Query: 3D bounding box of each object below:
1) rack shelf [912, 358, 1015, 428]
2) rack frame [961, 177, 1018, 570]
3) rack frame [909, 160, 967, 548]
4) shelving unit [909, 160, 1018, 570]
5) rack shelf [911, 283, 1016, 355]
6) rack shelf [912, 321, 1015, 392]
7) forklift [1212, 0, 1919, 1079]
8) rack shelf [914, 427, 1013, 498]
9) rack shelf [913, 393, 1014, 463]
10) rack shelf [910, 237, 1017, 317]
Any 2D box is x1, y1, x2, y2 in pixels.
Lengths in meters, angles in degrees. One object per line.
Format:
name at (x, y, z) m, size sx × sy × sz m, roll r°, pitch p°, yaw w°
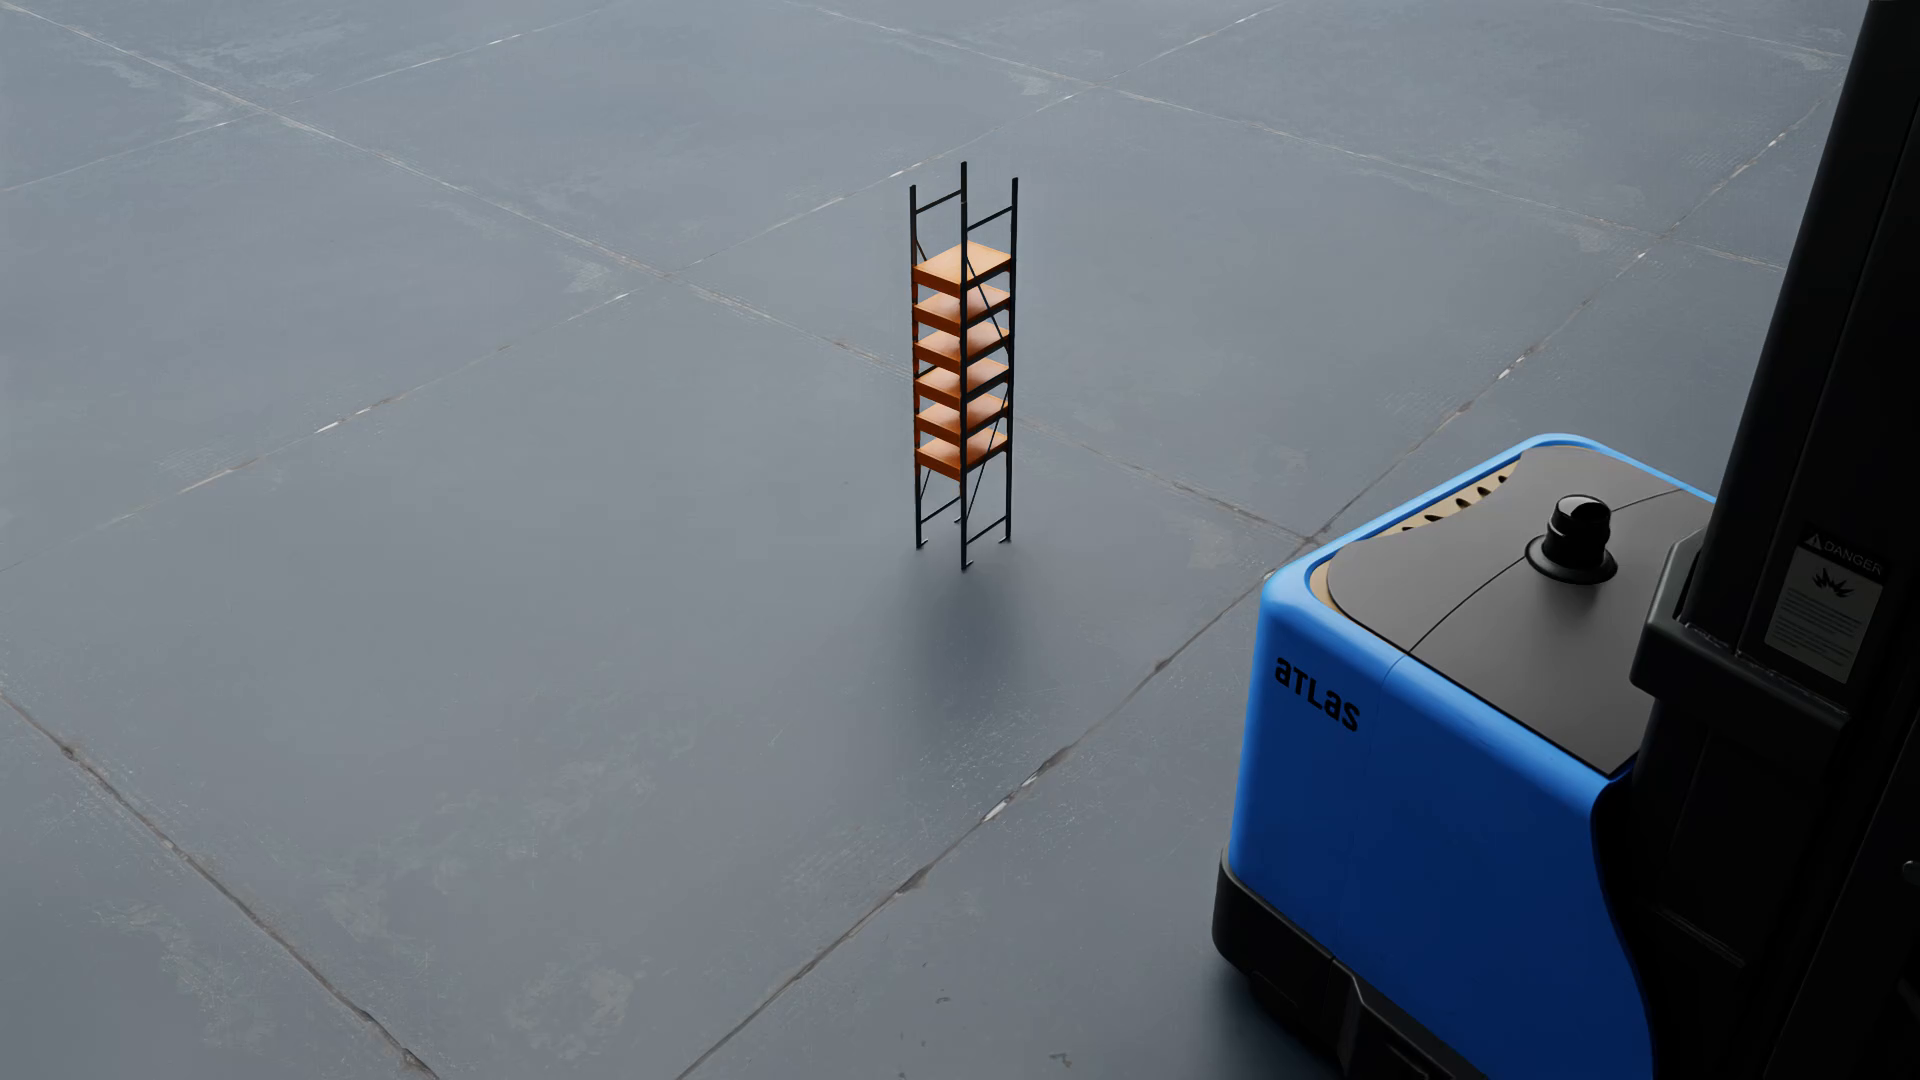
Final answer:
rack shelf at (0.011, -0.453, 4.928) m, size 0.180 × 0.103 × 0.258 m, roll 25°, pitch 42°, yaw 32°
rack frame at (0.081, -0.456, 4.854) m, size 0.006 × 1.200 × 0.240 m, roll 25°, pitch 42°, yaw 32°
rack frame at (-0.059, -0.522, 4.951) m, size 0.006 × 1.200 × 0.240 m, roll 25°, pitch 42°, yaw 32°
shelving unit at (0.011, -0.489, 4.903) m, size 0.189 × 1.200 × 0.258 m, roll 25°, pitch 42°, yaw 32°
rack shelf at (0.011, -0.651, 4.792) m, size 0.180 × 0.103 × 0.258 m, roll 25°, pitch 42°, yaw 32°
rack shelf at (0.011, -0.552, 4.860) m, size 0.180 × 0.103 × 0.258 m, roll 25°, pitch 42°, yaw 32°
forklift at (1.882, 0.237, 2.315) m, size 1.130 × 2.935 × 3.031 m, roll -24°, pitch 41°, yaw -31°
rack shelf at (0.011, -0.255, 5.064) m, size 0.180 × 0.103 × 0.258 m, roll 25°, pitch 42°, yaw 32°
rack shelf at (0.011, -0.354, 4.996) m, size 0.180 × 0.103 × 0.258 m, roll 25°, pitch 42°, yaw 32°
rack shelf at (0.011, -0.749, 4.724) m, size 0.180 × 0.103 × 0.258 m, roll 25°, pitch 42°, yaw 32°
